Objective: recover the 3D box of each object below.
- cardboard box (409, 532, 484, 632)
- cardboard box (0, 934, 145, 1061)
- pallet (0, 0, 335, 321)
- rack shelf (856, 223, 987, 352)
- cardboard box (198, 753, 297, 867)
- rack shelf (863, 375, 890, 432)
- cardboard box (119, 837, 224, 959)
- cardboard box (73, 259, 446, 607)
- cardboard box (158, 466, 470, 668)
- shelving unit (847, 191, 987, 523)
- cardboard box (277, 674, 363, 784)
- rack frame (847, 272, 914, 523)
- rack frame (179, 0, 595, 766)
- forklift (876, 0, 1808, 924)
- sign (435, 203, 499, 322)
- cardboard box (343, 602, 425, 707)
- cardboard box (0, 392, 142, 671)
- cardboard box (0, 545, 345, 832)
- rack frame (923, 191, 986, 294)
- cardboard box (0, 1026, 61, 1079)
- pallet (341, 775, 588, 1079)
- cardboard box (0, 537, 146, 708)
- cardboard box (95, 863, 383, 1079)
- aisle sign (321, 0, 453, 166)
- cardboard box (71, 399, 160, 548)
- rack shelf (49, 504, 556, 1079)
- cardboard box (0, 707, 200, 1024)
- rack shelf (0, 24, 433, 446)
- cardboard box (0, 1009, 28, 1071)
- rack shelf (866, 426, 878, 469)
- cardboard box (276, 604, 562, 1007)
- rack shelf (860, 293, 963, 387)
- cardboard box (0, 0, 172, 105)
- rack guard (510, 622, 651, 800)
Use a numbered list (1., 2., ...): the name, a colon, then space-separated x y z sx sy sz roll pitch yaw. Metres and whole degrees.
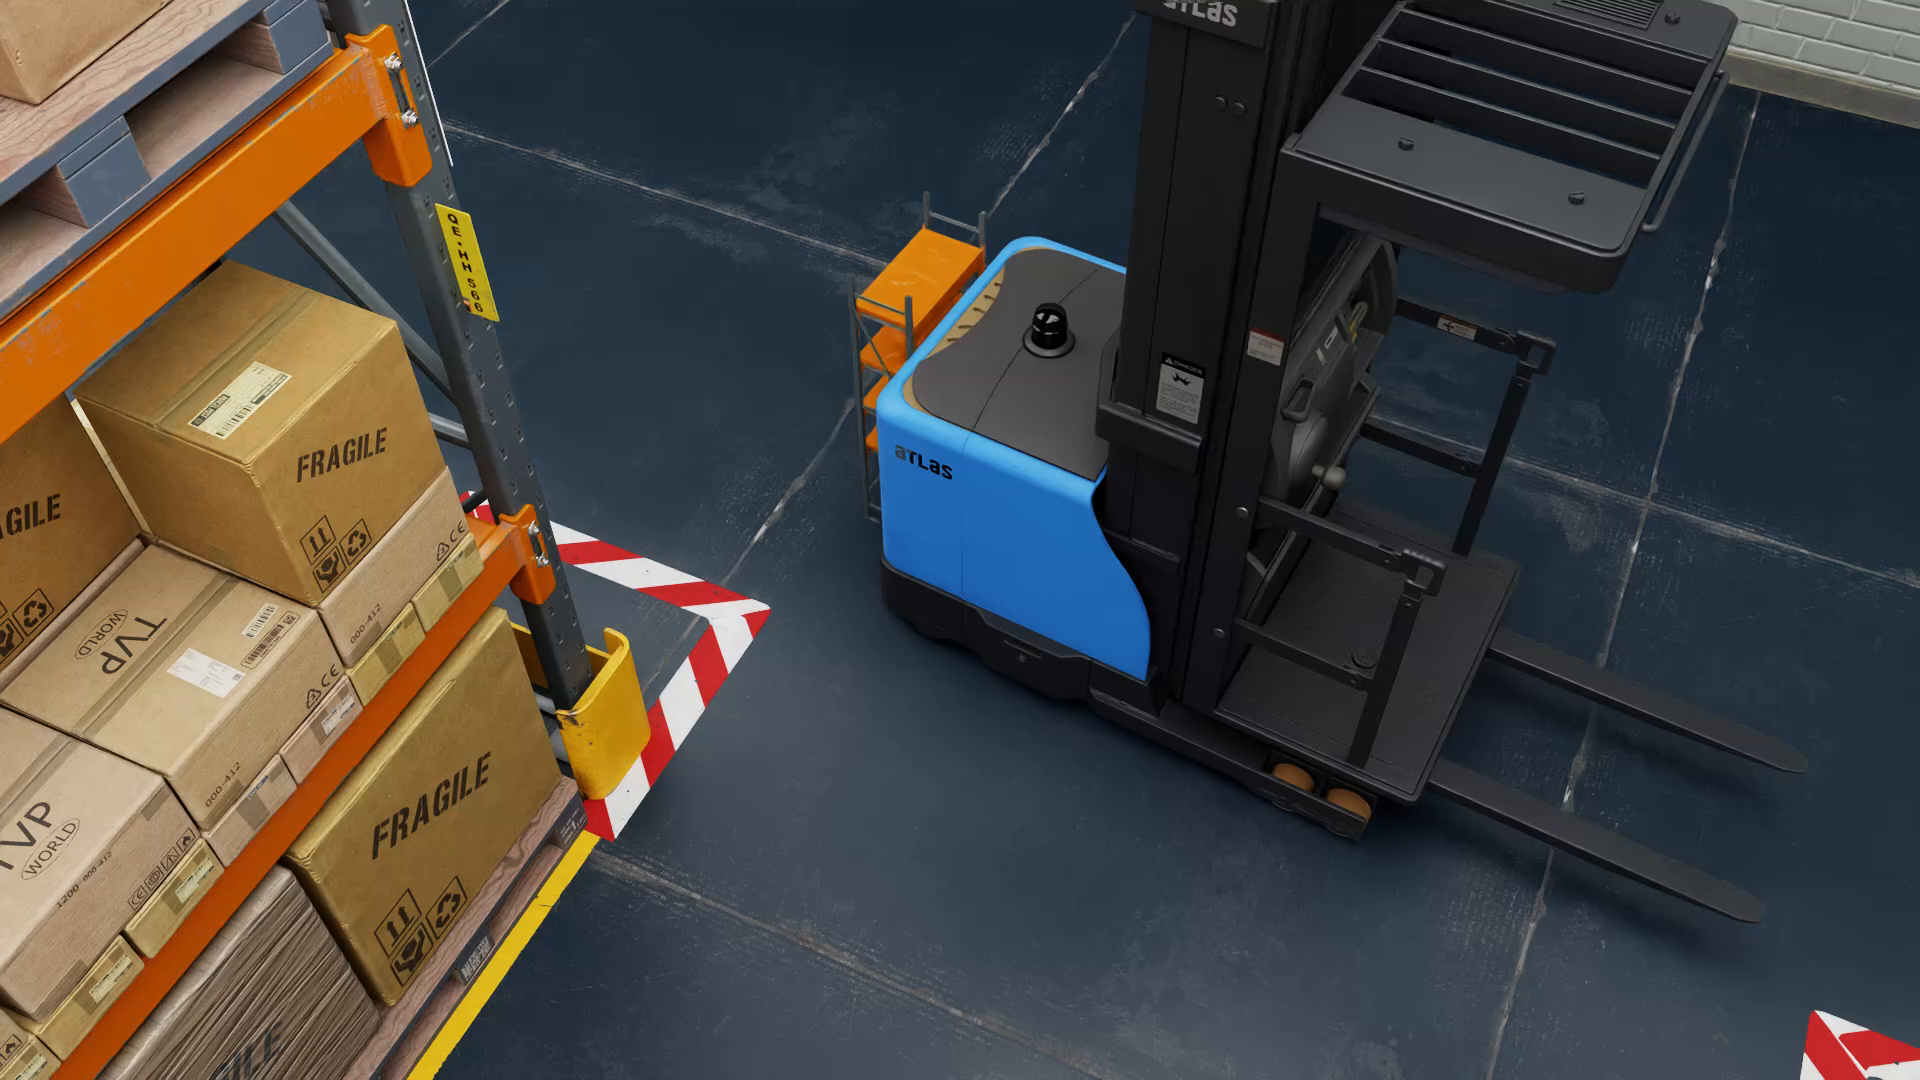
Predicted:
1. cardboard box: -1.501 0.050 4.403 0.380 0.149 0.250 21 53 17
2. cardboard box: -2.046 0.932 3.652 0.380 0.149 0.250 20 52 16
3. pallet: -1.954 -0.813 3.061 1.003 0.211 1.213 20 52 16
4. rack shelf: -0.138 -0.850 5.668 0.258 0.148 0.480 23 53 19
5. cardboard box: -1.827 0.574 3.957 0.380 0.149 0.250 21 53 17
6. rack shelf: -0.136 -0.550 6.017 0.258 0.148 0.480 23 53 19
7. cardboard box: -1.936 0.753 3.804 0.380 0.149 0.250 19 52 15
8. cardboard box: -1.617 -0.254 3.907 0.500 0.500 0.500 20 53 17
9. cardboard box: -1.614 -0.012 4.194 0.500 0.250 0.500 19 52 16
10. shelving unit: -0.136 -0.594 5.966 0.258 1.200 0.503 23 53 19
11. cardboard box: -1.719 0.402 4.103 0.380 0.149 0.250 20 52 16
12. rack frame: -0.257 -0.433 5.829 0.240 1.200 0.015 23 53 19
13. rack frame: -1.646 -0.384 4.607 1.000 3.000 0.127 20 52 16
14. forklift: 1.253 -0.451 4.709 3.031 2.935 1.130 24 54 19
15. sign: -1.162 -0.650 3.918 0.100 0.325 0.005 20 52 16
16. cardboard box: -1.610 0.229 4.250 0.380 0.149 0.250 20 53 16
17. cardboard box: -2.309 -0.088 3.766 0.500 0.500 0.500 19 52 15
18. cardboard box: -1.831 0.337 3.897 0.500 0.250 0.500 19 52 15
19. rack frame: -0.015 -0.755 6.103 0.240 1.200 0.015 23 53 19
20. cardboard box: -2.154 1.102 3.508 0.380 0.149 0.250 21 53 17
21. pallet: -1.917 1.096 5.179 1.003 0.211 1.213 20 52 16
22. cardboard box: -2.312 0.171 4.038 0.500 0.250 0.500 19 52 16
23. cardboard box: -2.236 1.262 4.326 0.875 0.875 0.875 20 52 16
24. aisle sign: -1.344 -1.179 3.576 0.394 0.787 0.004 20 52 16
25. cardboard box: -2.096 -0.189 4.345 0.500 0.250 0.500 19 52 15
26. rack shelf: -2.501 1.226 3.710 1.077 0.370 4.000 20 52 16
27. cardboard box: -2.048 0.688 3.598 0.500 0.250 0.500 18 52 15
28. rack shelf: -2.501 0.254 2.567 1.077 0.370 4.000 20 52 16
29. cardboard box: -2.267 1.048 3.292 0.500 0.250 0.500 20 52 16
30. rack shelf: -0.134 -0.421 6.168 0.258 0.148 0.480 23 53 19
31. cardboard box: -1.848 0.635 4.860 0.875 0.875 0.875 20 52 16
32. rack shelf: -0.137 -0.696 5.847 0.258 0.148 0.480 23 53 19
33. cardboard box: -1.820 -1.182 2.909 0.700 0.500 0.500 17 52 14
34. rack guard: -1.636 0.409 5.573 1.175 0.500 0.348 20 52 16
